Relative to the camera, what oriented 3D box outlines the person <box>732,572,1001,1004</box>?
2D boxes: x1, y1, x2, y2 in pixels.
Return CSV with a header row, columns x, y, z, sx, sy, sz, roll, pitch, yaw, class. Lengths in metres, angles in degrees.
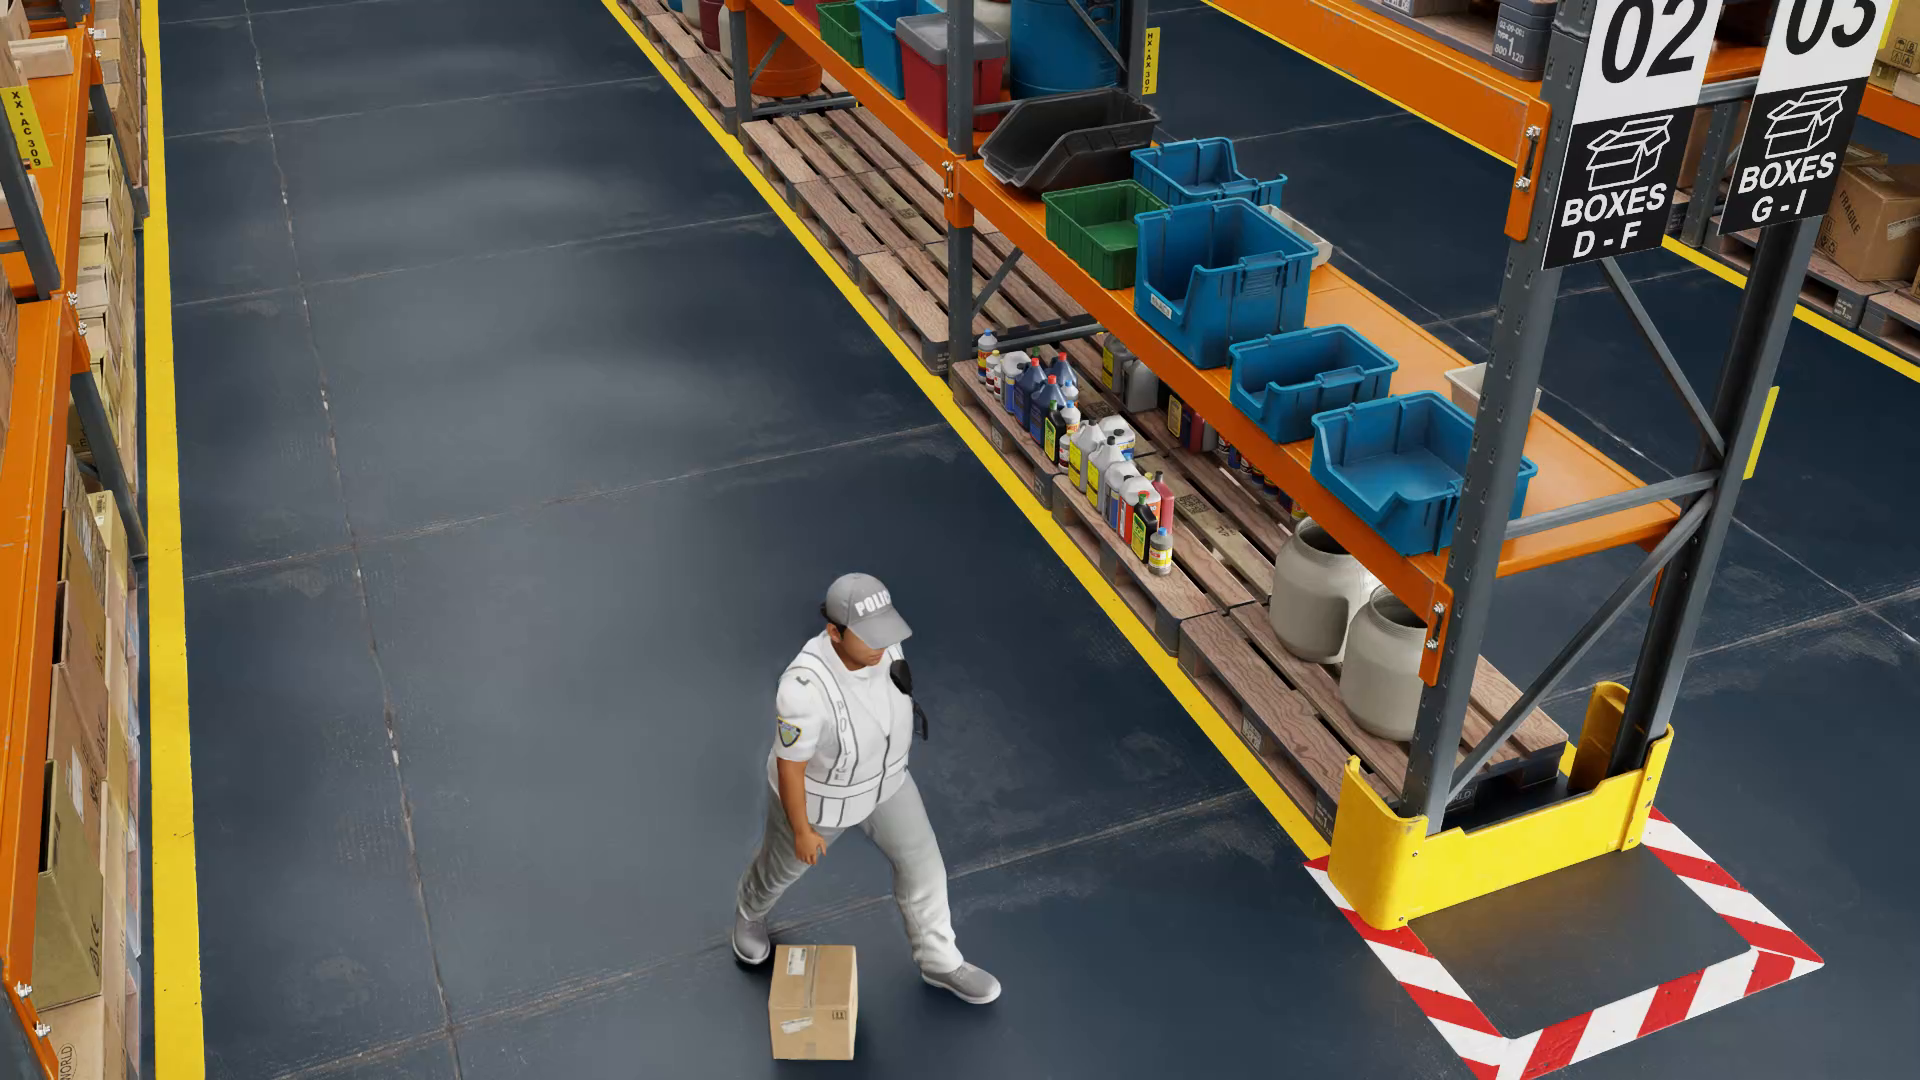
x,y,z,sx,sy,sz,roll,pitch,yaw,class
-0.354,0.747,5.055,0.939,1.612,0.516,28,43,35,person
